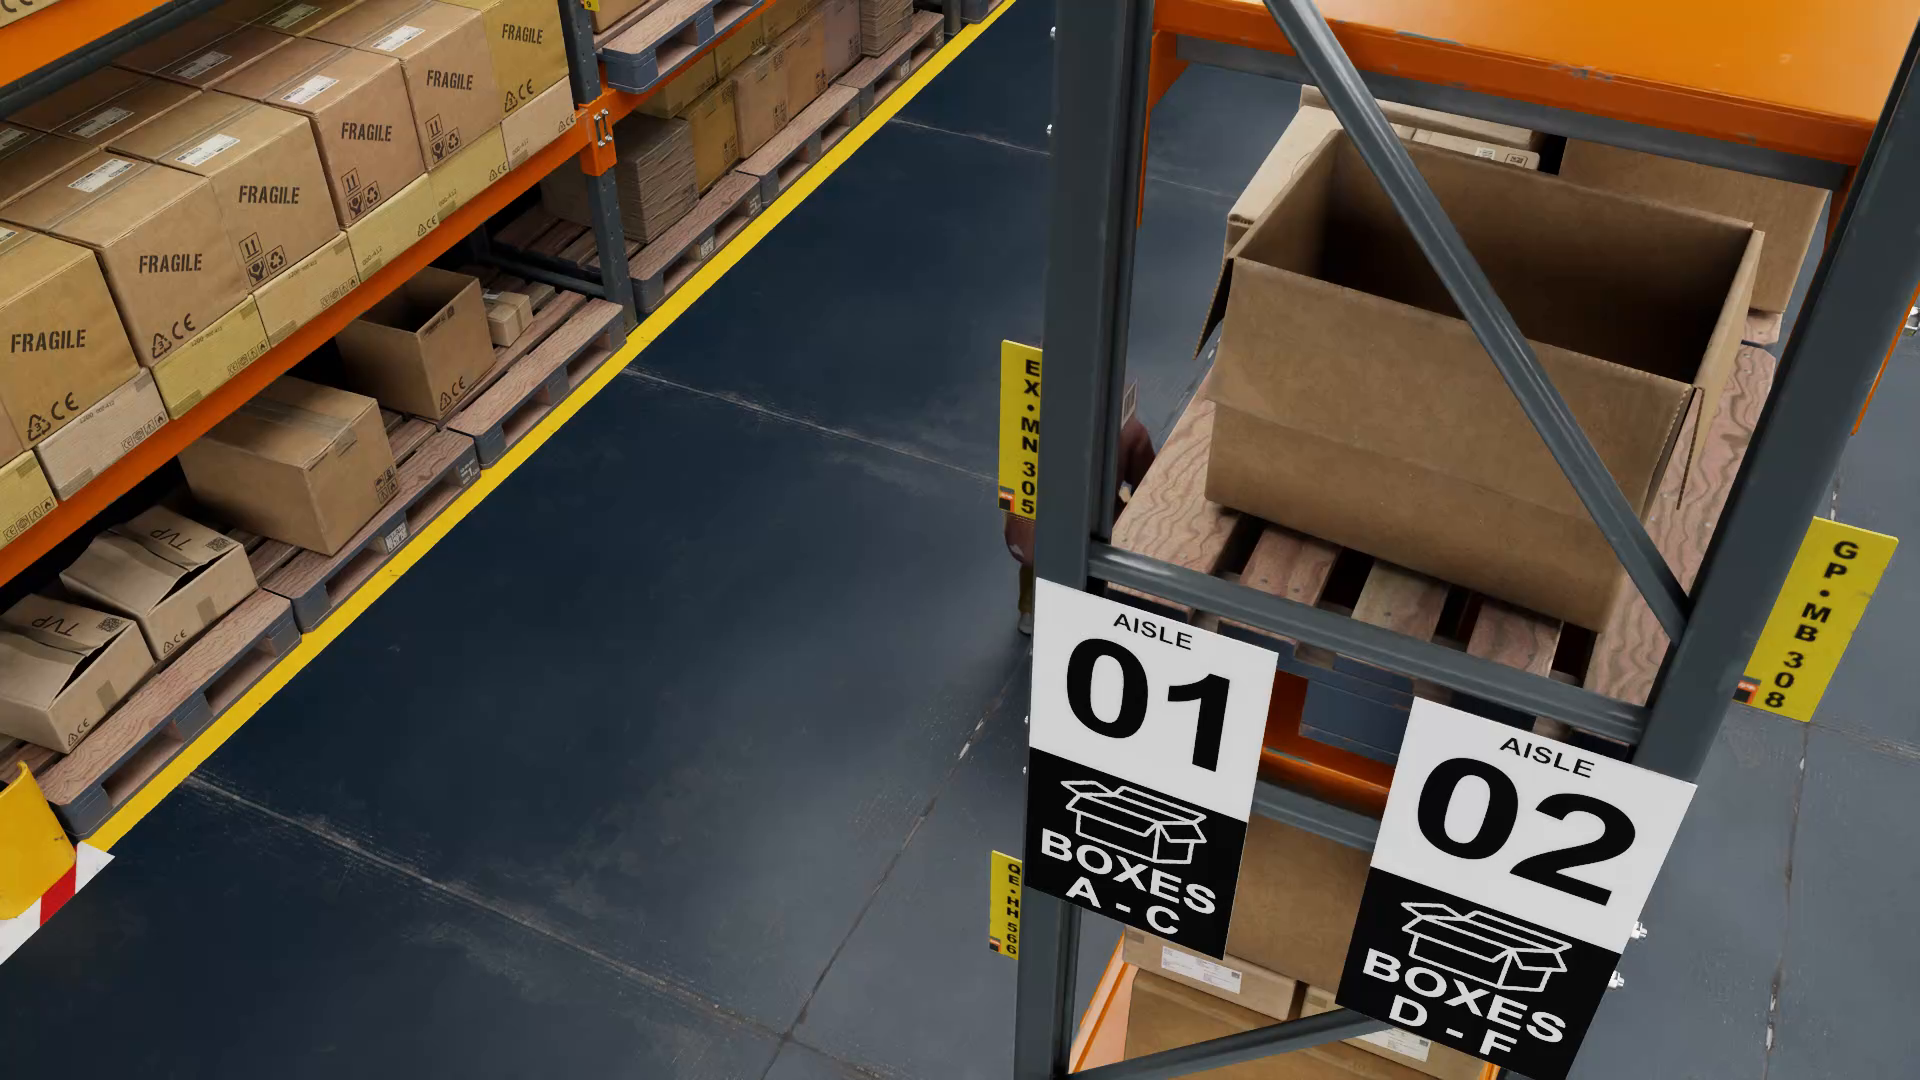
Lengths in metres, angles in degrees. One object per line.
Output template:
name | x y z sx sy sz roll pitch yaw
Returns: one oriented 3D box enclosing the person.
person | 0.480 -0.134 6.870 0.611 1.054 0.879 18 44 19
